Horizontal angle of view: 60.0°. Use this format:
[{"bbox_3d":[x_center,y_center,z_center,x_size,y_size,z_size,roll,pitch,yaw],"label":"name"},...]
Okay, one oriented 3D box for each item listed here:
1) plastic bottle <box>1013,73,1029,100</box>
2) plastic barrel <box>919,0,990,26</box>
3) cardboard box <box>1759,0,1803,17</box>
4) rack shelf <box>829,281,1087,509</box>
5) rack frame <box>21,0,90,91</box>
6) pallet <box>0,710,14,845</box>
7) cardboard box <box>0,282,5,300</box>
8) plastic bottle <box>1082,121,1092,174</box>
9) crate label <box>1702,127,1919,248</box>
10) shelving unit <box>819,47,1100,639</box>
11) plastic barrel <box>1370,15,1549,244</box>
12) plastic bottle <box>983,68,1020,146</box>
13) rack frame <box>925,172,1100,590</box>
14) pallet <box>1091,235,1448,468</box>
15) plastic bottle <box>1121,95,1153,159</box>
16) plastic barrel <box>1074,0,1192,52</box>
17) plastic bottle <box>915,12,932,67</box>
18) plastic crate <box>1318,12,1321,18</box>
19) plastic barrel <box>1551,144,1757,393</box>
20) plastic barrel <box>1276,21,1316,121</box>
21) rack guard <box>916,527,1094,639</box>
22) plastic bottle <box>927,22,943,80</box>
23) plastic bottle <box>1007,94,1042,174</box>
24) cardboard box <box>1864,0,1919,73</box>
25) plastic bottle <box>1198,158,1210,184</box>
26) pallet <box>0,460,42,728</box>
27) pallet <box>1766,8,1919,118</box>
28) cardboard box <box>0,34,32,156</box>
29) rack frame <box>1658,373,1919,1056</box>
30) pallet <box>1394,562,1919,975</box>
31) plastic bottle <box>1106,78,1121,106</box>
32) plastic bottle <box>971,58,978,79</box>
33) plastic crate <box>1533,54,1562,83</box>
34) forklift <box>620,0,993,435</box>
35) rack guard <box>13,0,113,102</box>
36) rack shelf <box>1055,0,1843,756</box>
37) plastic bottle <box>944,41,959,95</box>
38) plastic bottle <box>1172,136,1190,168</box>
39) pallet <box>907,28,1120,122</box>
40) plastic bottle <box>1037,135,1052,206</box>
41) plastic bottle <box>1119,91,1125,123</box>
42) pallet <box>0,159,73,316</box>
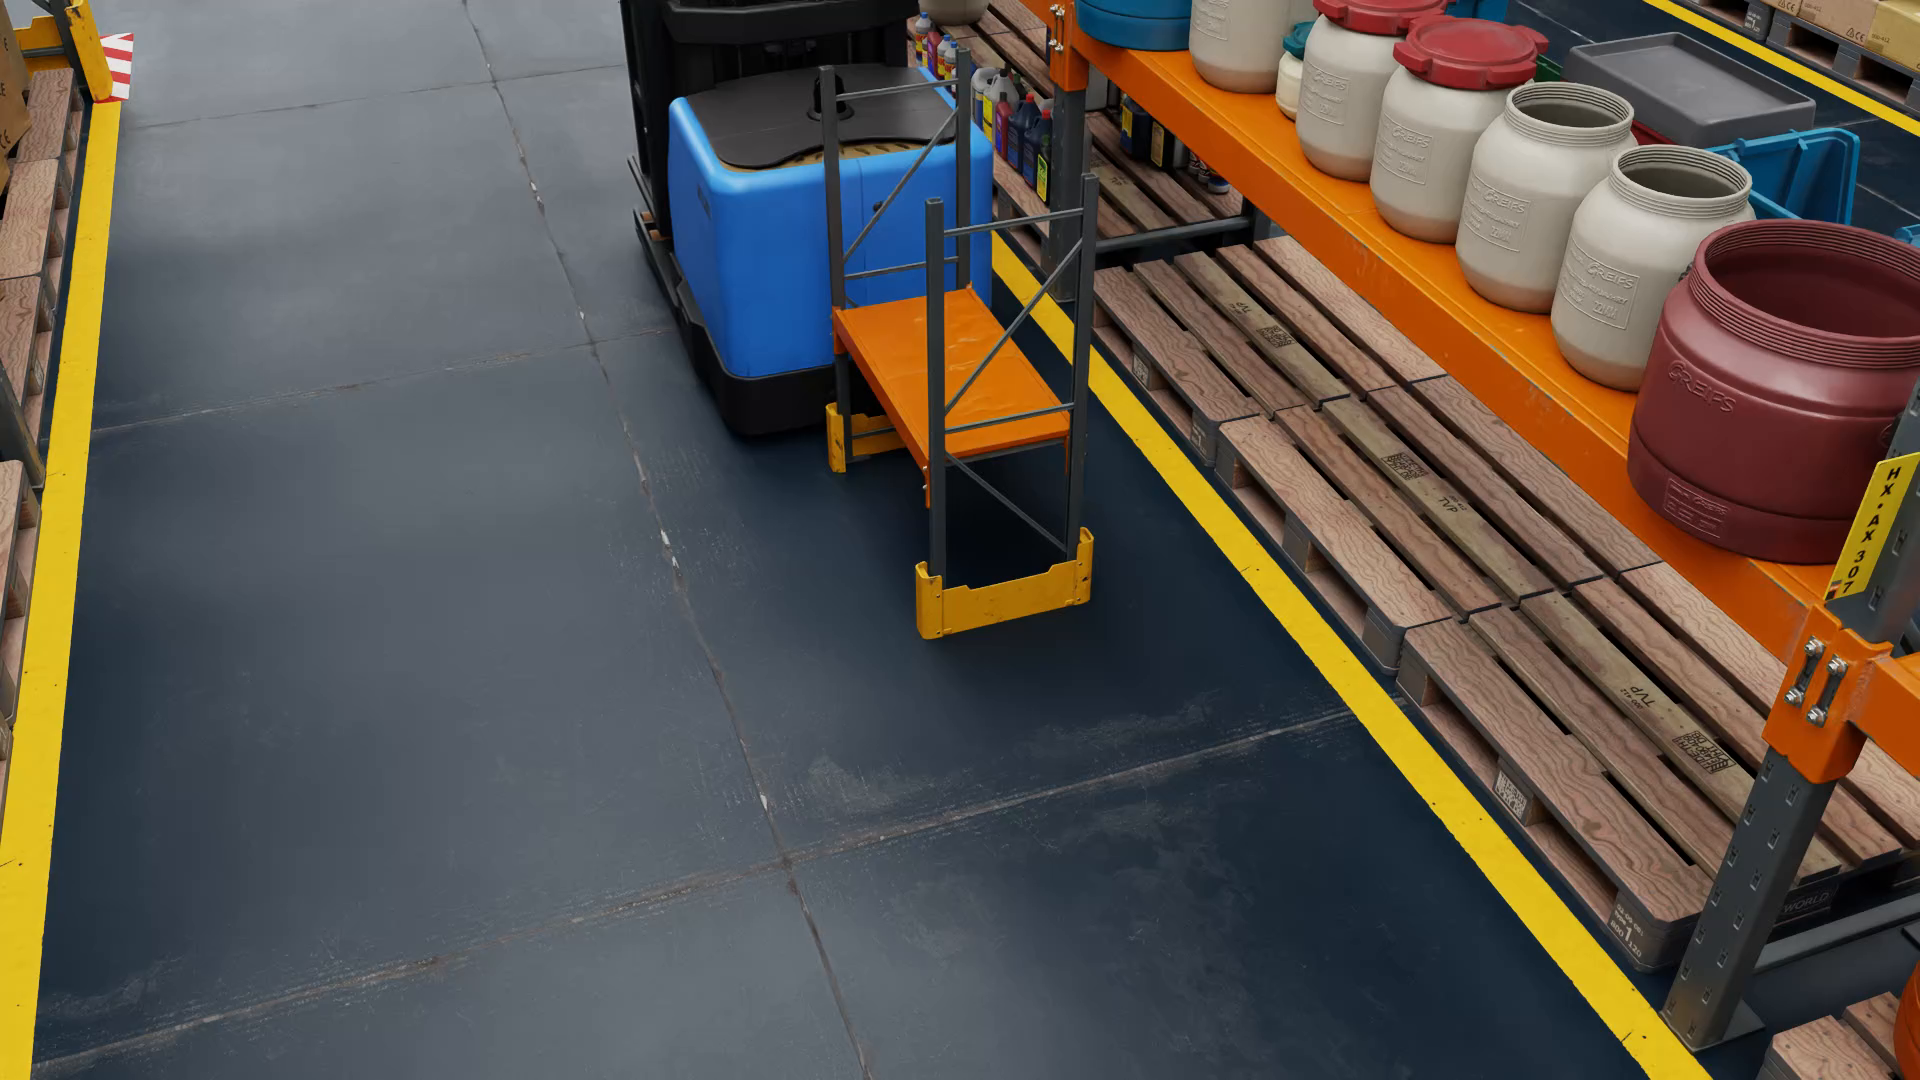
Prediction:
[{"bbox_3d":[0.281,-2.055,7.877,0.061,0.283,0.133,-12,39,-16],"label":"plastic bottle"},{"bbox_3d":[-0.043,-3.128,9.129,0.421,0.512,0.421,0,37,0],"label":"plastic barrel"},{"bbox_3d":[4.802,-3.207,9.451,0.500,0.250,0.500,-12,39,-16],"label":"cardboard box"},{"bbox_3d":[-0.029,-0.504,5.471,0.538,0.185,1.000,-12,39,-16],"label":"rack shelf"},{"bbox_3d":[-5.164,-3.568,7.994,1.000,3.000,0.127,-12,39,-16],"label":"rack frame"},{"bbox_3d":[-3.095,0.935,4.333,1.003,0.211,1.213,-12,39,-16],"label":"pallet"},{"bbox_3d":[-4.092,-1.034,6.358,0.500,0.500,0.500,-1,37,-1],"label":"cardboard box"},{"bbox_3d":[0.506,-1.785,7.463,0.144,0.351,0.185,-12,39,-16],"label":"plastic bottle"},{"bbox_3d":[2.152,-0.705,4.164,0.502,0.435,0.616,-12,39,-16],"label":"crate label"},{"bbox_3d":[-0.026,-0.642,5.356,0.587,1.500,1.083,-12,39,-16],"label":"shelving unit"},{"bbox_3d":[1.388,-1.143,4.662,0.433,0.535,0.433,0,37,0],"label":"plastic barrel"},{"bbox_3d":[0.194,-2.046,7.810,0.144,0.351,0.185,-13,39,-16],"label":"plastic bottle"},{"bbox_3d":[0.146,-0.360,4.981,0.500,1.500,0.032,-12,39,-16],"label":"rack frame"},{"bbox_3d":[1.170,-0.784,6.616,1.003,0.211,1.213,-12,39,-16],"label":"pallet"},{"bbox_3d":[0.839,-1.963,7.700,0.144,0.351,0.185,-12,39,-16],"label":"plastic bottle"},{"bbox_3d":[0.711,-2.253,5.831,0.600,0.901,0.708,-12,39,-16],"label":"plastic barrel"},{"bbox_3d":[-0.182,-2.591,8.598,0.097,0.271,0.097,0,37,0],"label":"plastic bottle"},{"bbox_3d":[1.317,-2.149,6.057,0.402,0.464,0.583,-12,39,-16],"label":"plastic crate"},{"bbox_3d":[1.685,-0.656,4.034,0.421,0.512,0.421,0,37,0],"label":"plastic barrel"},{"bbox_3d":[1.174,-1.499,5.362,0.301,0.262,0.301,0,37,0],"label":"plastic barrel"},{"bbox_3d":[0.145,0.138,5.358,0.587,0.250,0.087,-12,39,-16],"label":"rack guard"},{"bbox_3d":[-0.121,-2.464,8.420,0.061,0.283,0.133,-12,39,-15],"label":"plastic bottle"},{"bbox_3d":[0.305,-1.864,7.567,0.144,0.351,0.185,-14,39,-18],"label":"plastic bottle"},{"bbox_3d":[5.150,-2.643,8.702,0.500,0.250,0.500,-12,39,-16],"label":"cardboard box"},{"bbox_3d":[1.130,-1.720,7.500,0.097,0.201,0.097,0,37,0],"label":"plastic bottle"},{"bbox_3d":[-3.518,0.245,5.249,1.003,0.211,1.213,-12,39,-16],"label":"pallet"},{"bbox_3d":[5.281,-2.701,9.161,1.003,0.211,1.213,-12,39,-16],"label":"pallet"},{"bbox_3d":[-4.727,-2.050,7.707,0.500,0.500,0.500,-3,37,-4],"label":"cardboard box"},{"bbox_3d":[2.239,-0.074,3.355,1.000,3.000,0.127,-12,39,-16],"label":"rack frame"},{"bbox_3d":[2.009,0.594,4.786,1.003,0.211,1.213,-12,39,-16],"label":"pallet"},{"bbox_3d":[0.764,-2.340,8.200,0.144,0.351,0.185,-13,39,-16],"label":"plastic bottle"},{"bbox_3d":[0.040,-2.226,8.114,0.097,0.271,0.097,0,37,0],"label":"plastic bottle"},{"bbox_3d":[1.727,-1.324,5.190,0.450,0.188,0.662,-12,39,-16],"label":"plastic crate"},{"bbox_3d":[-0.825,-2.447,6.563,1.130,2.935,3.031,-12,39,-15],"label":"forklift"},{"bbox_3d":[-5.138,-2.526,8.689,1.175,0.500,0.348,-12,39,-16],"label":"rack guard"},{"bbox_3d":[1.551,-0.917,5.072,1.077,0.370,4.000,-12,39,-16],"label":"rack shelf"},{"bbox_3d":[-0.030,-2.340,8.266,0.097,0.271,0.097,0,37,0],"label":"plastic bottle"},{"bbox_3d":[1.028,-1.869,7.637,0.152,0.276,0.135,-11,38,-14],"label":"plastic bottle"},{"bbox_3d":[0.247,-2.298,8.626,1.003,0.211,1.213,-12,39,-16],"label":"pallet"},{"bbox_3d":[0.388,-1.628,7.310,0.061,0.283,0.133,-11,38,-14],"label":"plastic bottle"},{"bbox_3d":[0.824,-2.144,8.005,0.097,0.271,0.097,0,37,0],"label":"plastic bottle"},{"bbox_3d":[-4.475,-1.257,7.243,1.003,0.211,1.213,-12,39,-16],"label":"pallet"}]
